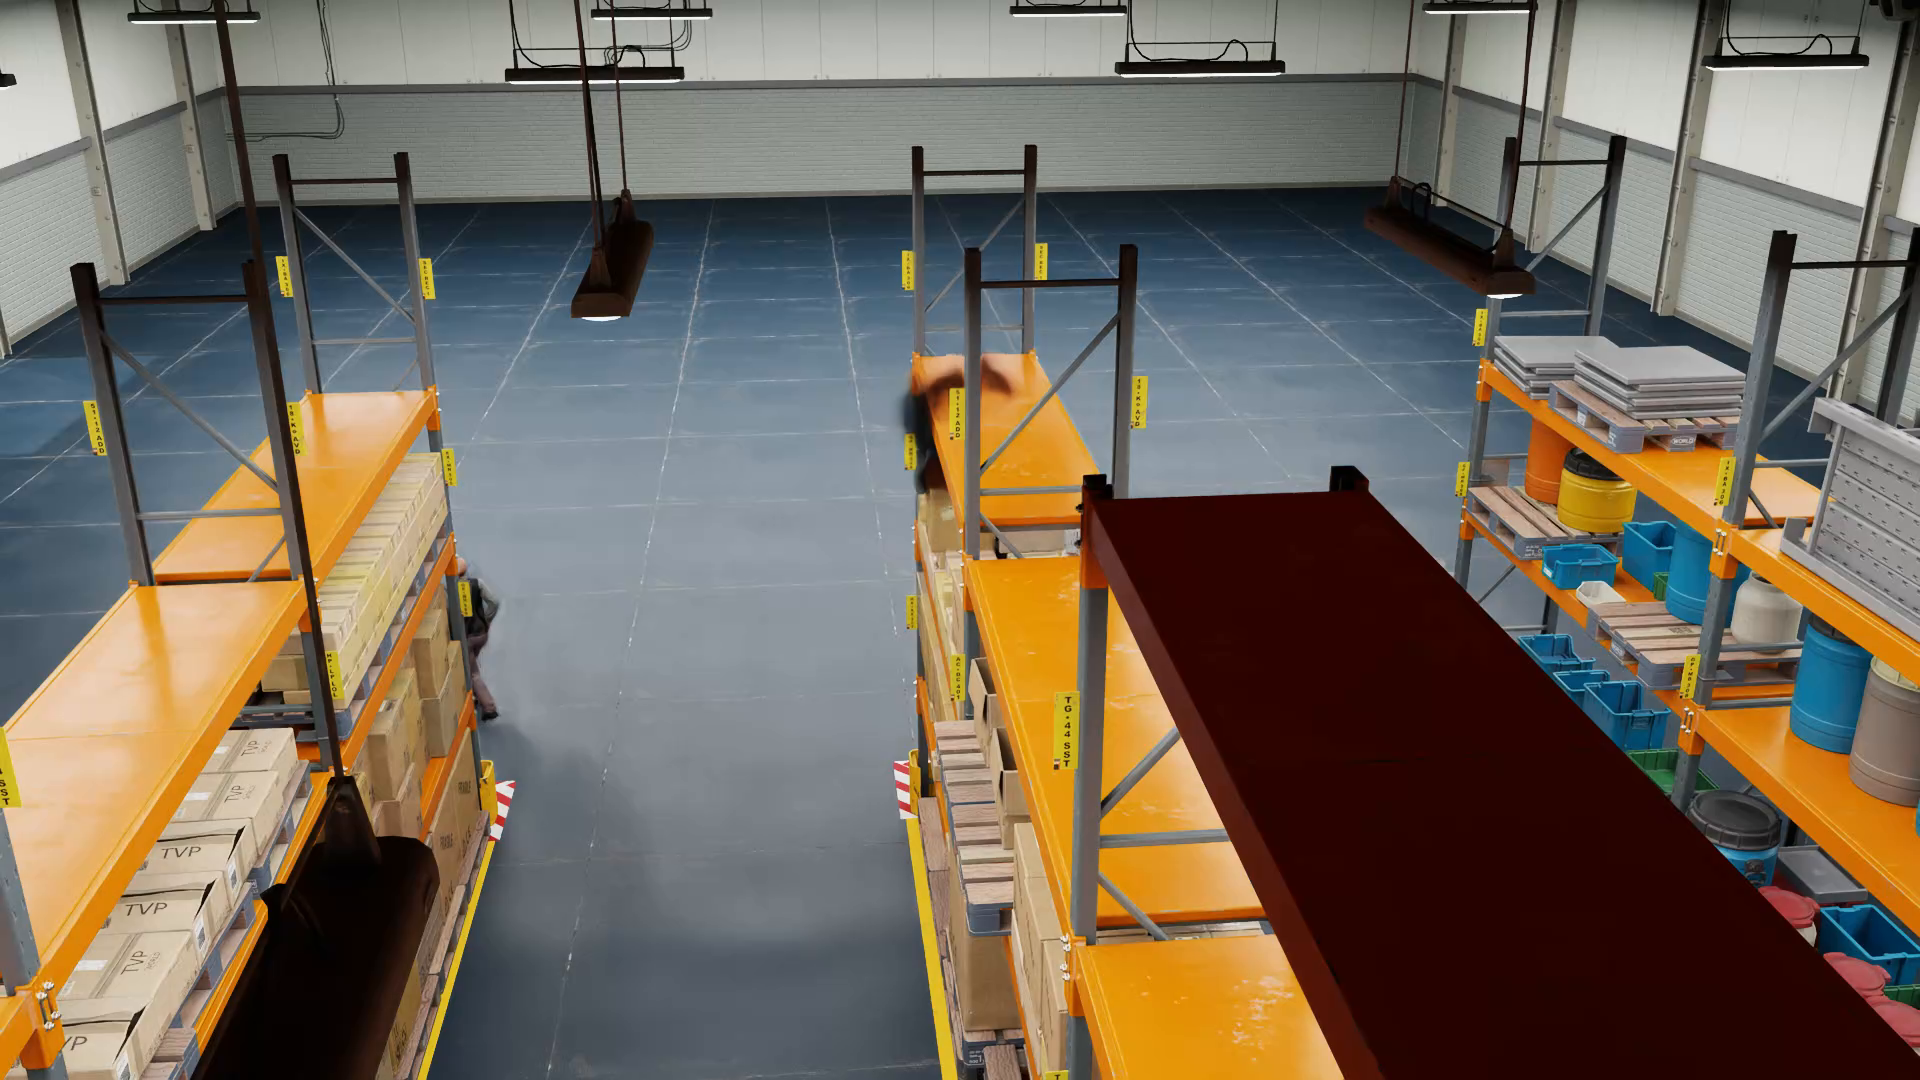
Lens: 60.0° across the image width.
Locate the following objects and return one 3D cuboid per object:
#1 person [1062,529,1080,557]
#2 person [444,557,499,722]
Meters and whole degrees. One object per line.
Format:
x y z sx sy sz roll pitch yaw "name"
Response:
1.250 0.339 18.433 0.625 1.733 0.682 9 23 22 "person"
-4.936 1.031 16.697 0.834 1.768 0.637 20 29 40 "person"
